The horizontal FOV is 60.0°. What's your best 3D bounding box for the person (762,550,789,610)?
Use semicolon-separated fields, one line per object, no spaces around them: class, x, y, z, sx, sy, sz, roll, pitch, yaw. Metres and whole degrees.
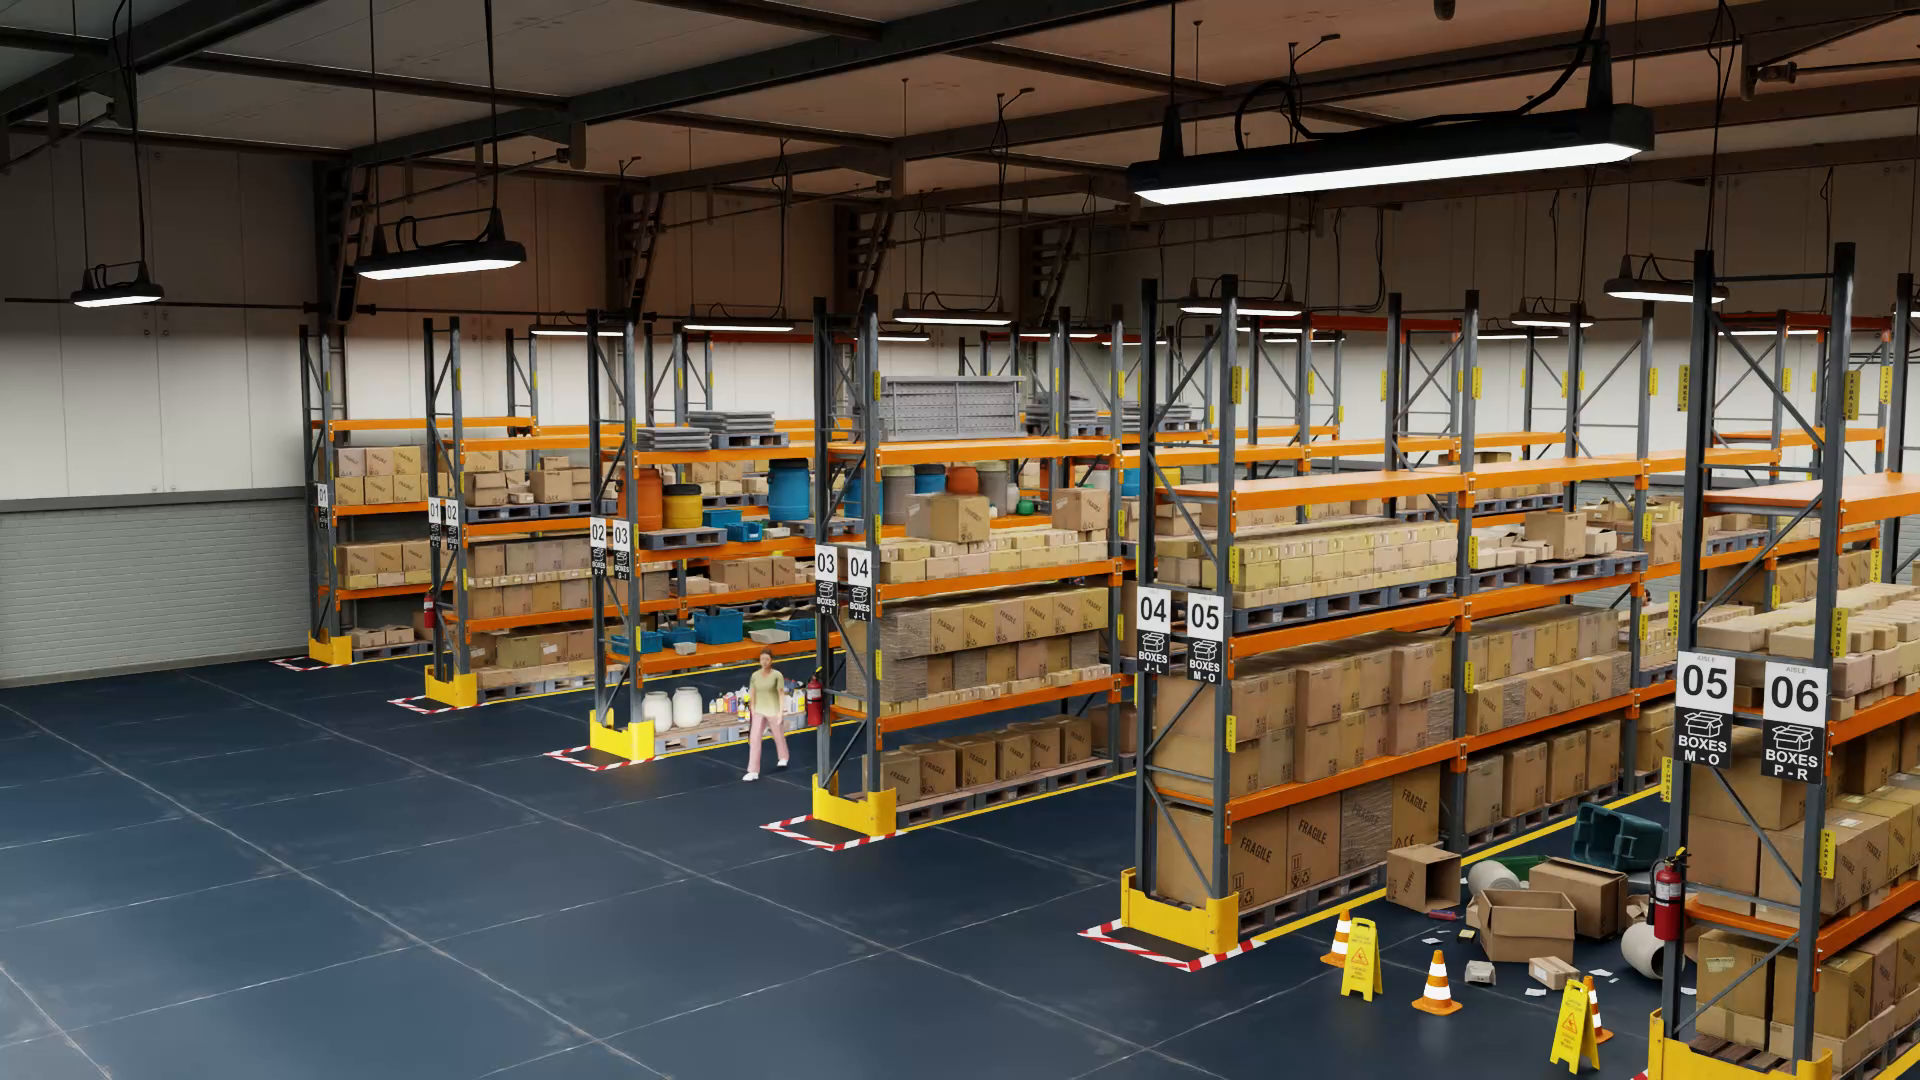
person;-3.603;1.031;32.233;1.066;1.702;0.663;-6;8;-44

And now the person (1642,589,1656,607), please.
person;11.511;1.581;27.756;0.697;1.579;0.588;-4;7;-32

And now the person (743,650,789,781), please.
person;-2.466;2.201;21.220;0.506;1.602;1.105;1;6;13
